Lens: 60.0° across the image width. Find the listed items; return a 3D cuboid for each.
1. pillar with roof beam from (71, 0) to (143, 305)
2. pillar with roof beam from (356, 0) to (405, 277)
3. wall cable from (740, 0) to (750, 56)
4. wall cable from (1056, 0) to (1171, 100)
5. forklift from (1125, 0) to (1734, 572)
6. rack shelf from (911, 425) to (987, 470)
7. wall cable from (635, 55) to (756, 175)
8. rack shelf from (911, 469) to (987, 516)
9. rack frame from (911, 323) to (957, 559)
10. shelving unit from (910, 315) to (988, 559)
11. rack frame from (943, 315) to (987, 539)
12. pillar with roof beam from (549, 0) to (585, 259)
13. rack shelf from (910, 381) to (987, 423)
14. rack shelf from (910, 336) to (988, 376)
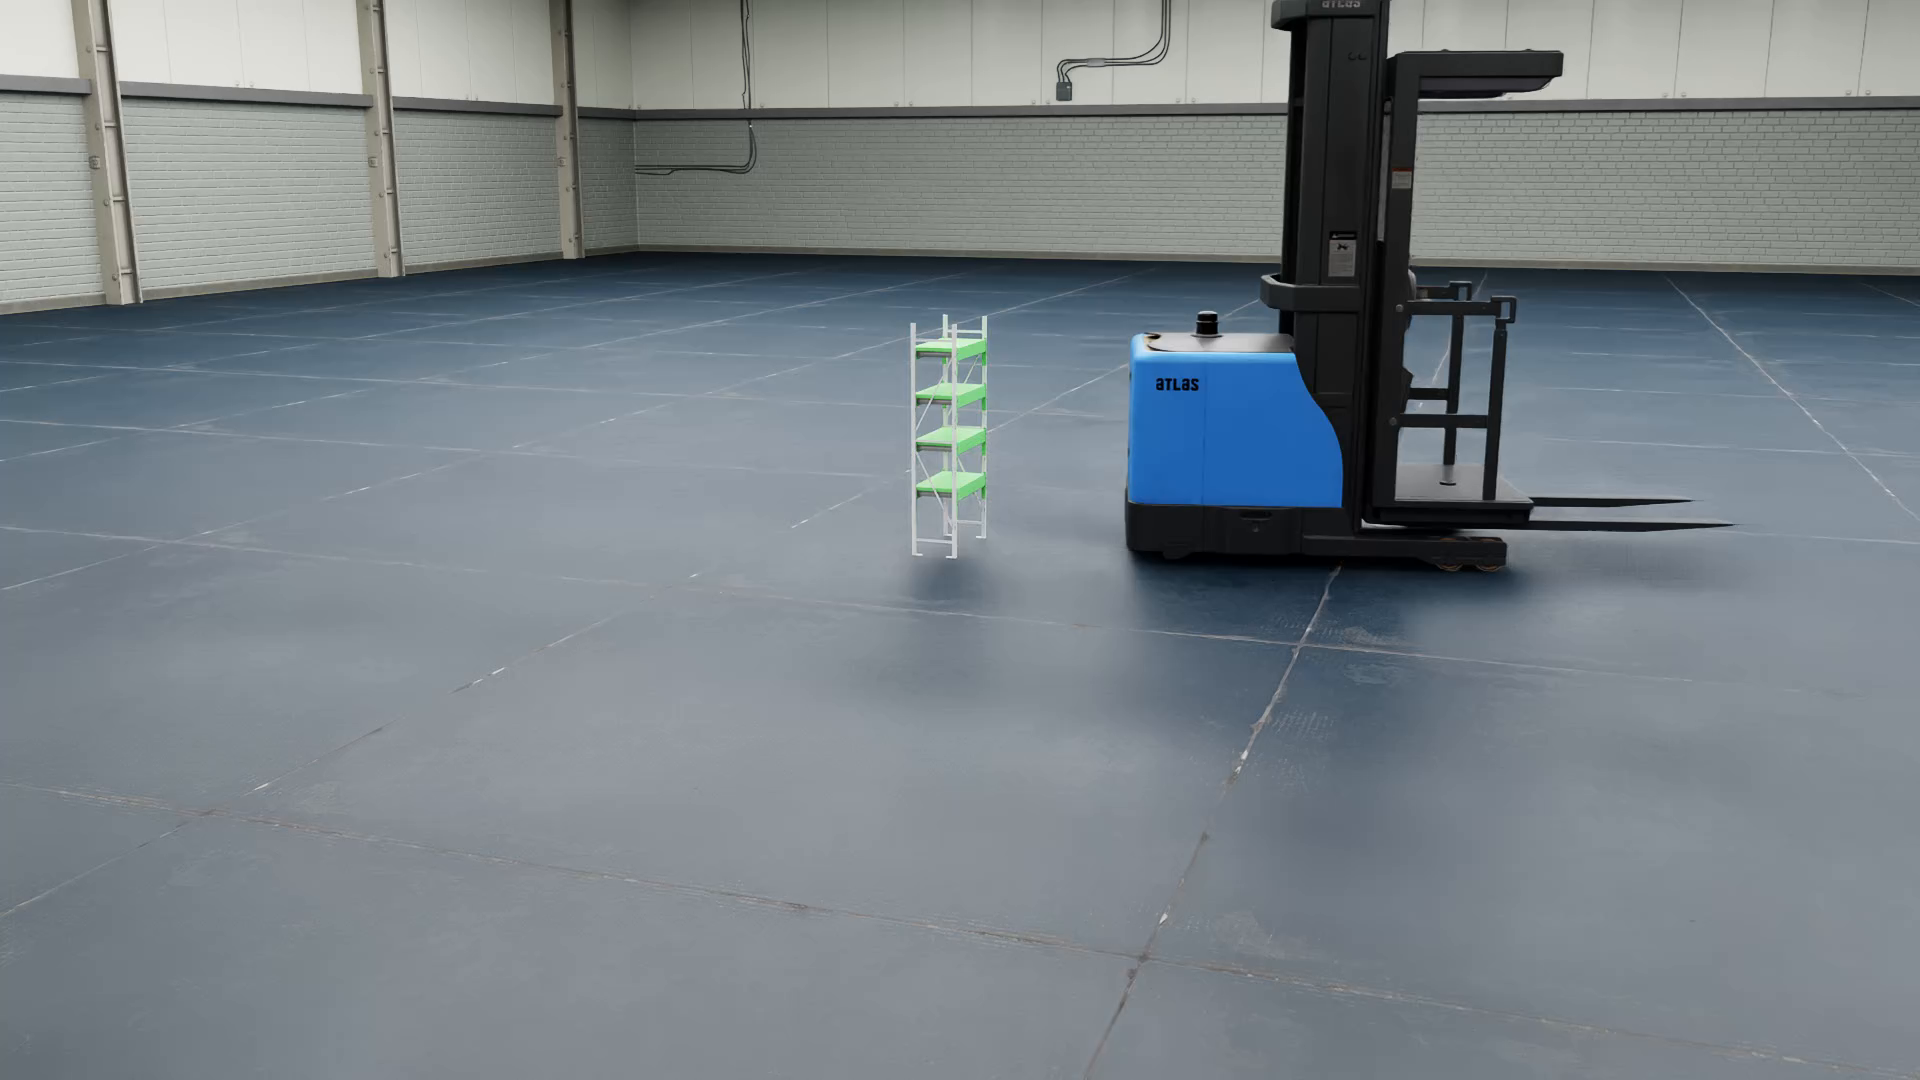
[{"bbox_3d":[-7.932,-7.478,21.526,9.100,9.000,0.400,4,14,18],"label":"pillar with roof beam"},{"bbox_3d":[-5.991,-8.741,27.061,9.100,9.000,0.400,4,14,18],"label":"pillar with roof beam"},{"bbox_3d":[-3.359,-11.593,35.185,3.097,2.526,0.112,4,14,18],"label":"wall cable"},{"bbox_3d":[3.059,-11.810,32.867,2.305,6.003,0.169,4,14,18],"label":"wall cable"},{"bbox_3d":[2.400,-1.393,8.503,3.031,2.935,1.130,1,13,5],"label":"forklift"},{"bbox_3d":[-0.054,-0.488,8.716,0.258,0.148,0.480,4,14,18],"label":"rack shelf"},{"bbox_3d":[-5.919,-9.325,36.600,3.097,2.526,0.112,4,14,18],"label":"wall cable"},{"bbox_3d":[-0.054,-0.254,8.769,0.258,0.148,0.480,4,14,18],"label":"rack shelf"},{"bbox_3d":[-0.133,-0.499,8.477,0.240,1.200,0.015,4,14,18],"label":"rack frame"},{"bbox_3d":[-0.054,-0.550,8.702,0.258,1.200,0.503,4,14,18],"label":"shelving unit"},{"bbox_3d":[0.025,-0.601,8.927,0.240,1.200,0.015,4,14,18],"label":"rack frame"},{"bbox_3d":[-4.050,-10.004,32.596,9.100,9.000,0.400,4,14,18],"label":"pillar with roof beam"},{"bbox_3d":[-0.054,-0.722,8.663,0.258,0.148,0.480,4,14,18],"label":"rack shelf"},{"bbox_3d":[-0.054,-0.956,8.609,0.258,0.148,0.480,4,14,18],"label":"rack shelf"}]
